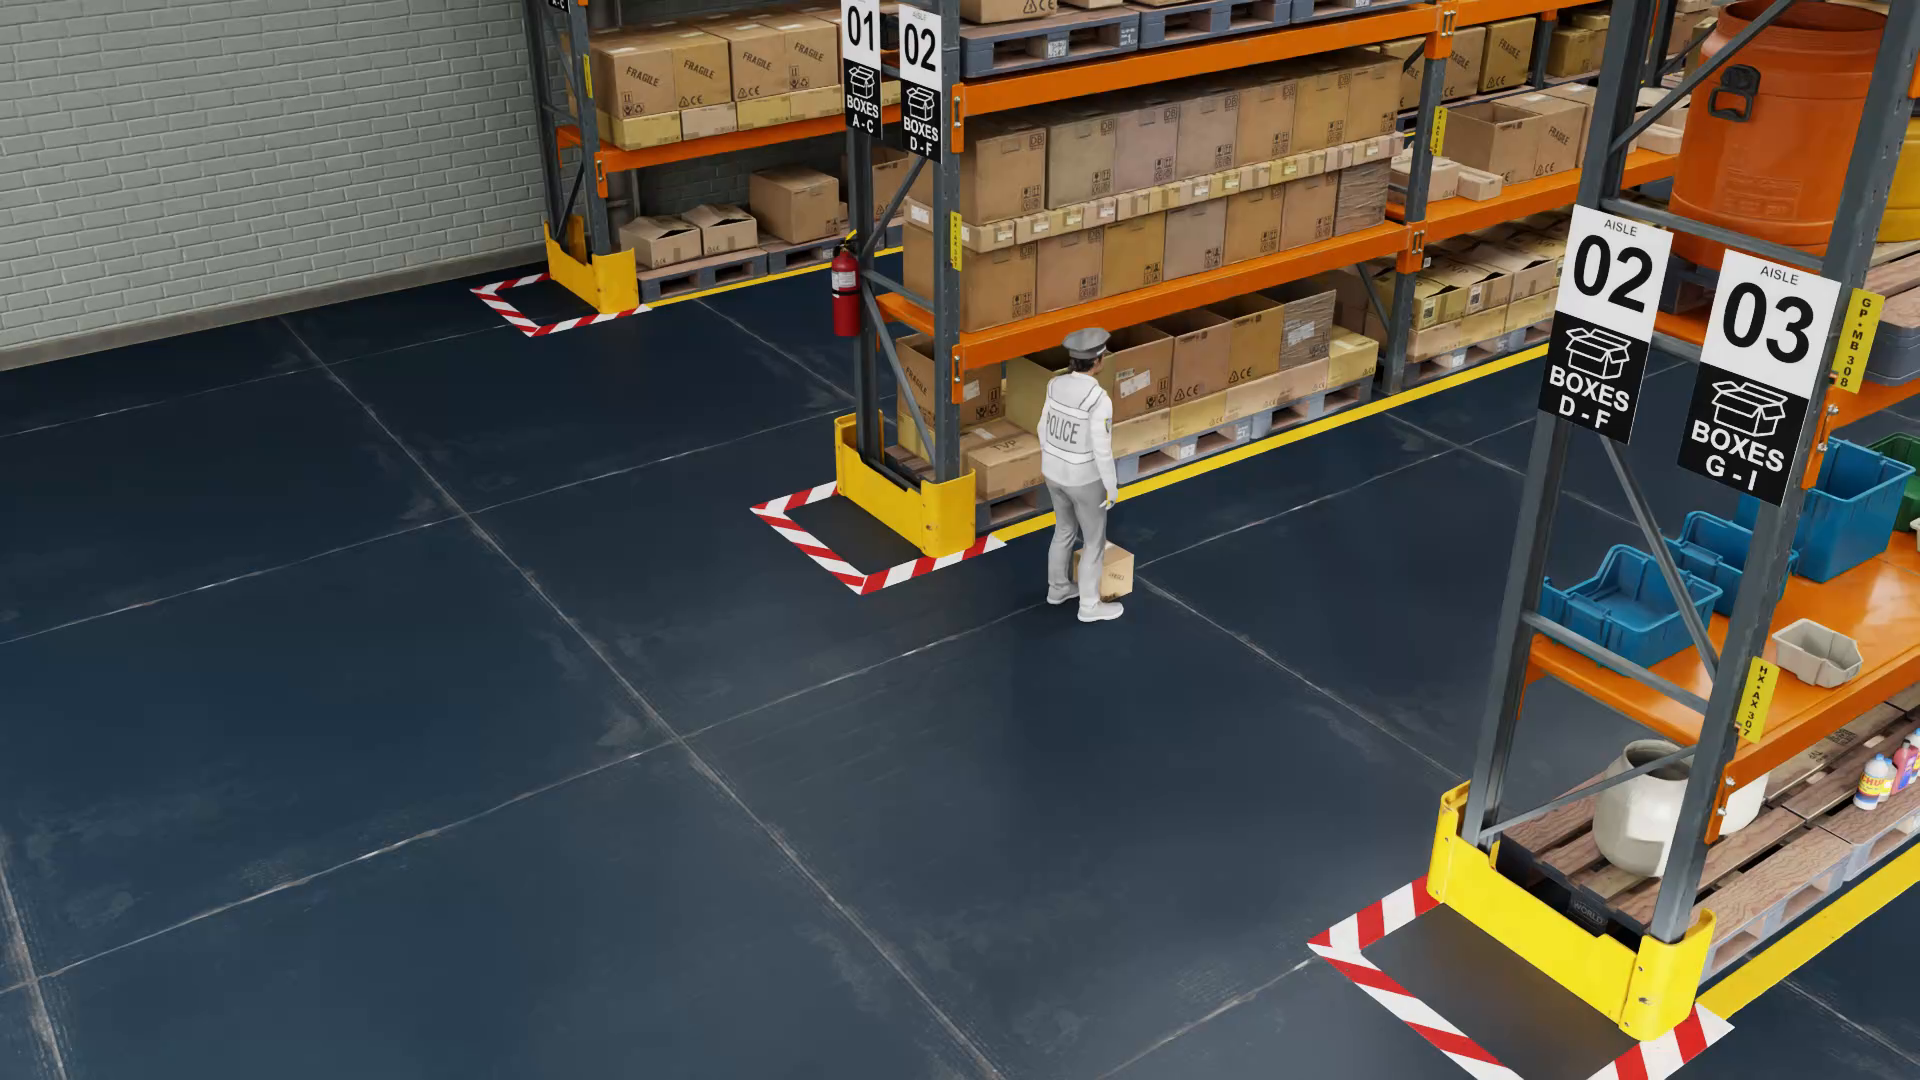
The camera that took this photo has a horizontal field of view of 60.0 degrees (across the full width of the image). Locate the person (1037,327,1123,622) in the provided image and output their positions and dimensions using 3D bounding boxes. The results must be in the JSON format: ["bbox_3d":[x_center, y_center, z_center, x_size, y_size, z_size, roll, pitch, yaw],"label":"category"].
[{"bbox_3d":[0.661,-0.356,9.267,0.373,1.665,0.549,-23,36,-35],"label":"person"}]
